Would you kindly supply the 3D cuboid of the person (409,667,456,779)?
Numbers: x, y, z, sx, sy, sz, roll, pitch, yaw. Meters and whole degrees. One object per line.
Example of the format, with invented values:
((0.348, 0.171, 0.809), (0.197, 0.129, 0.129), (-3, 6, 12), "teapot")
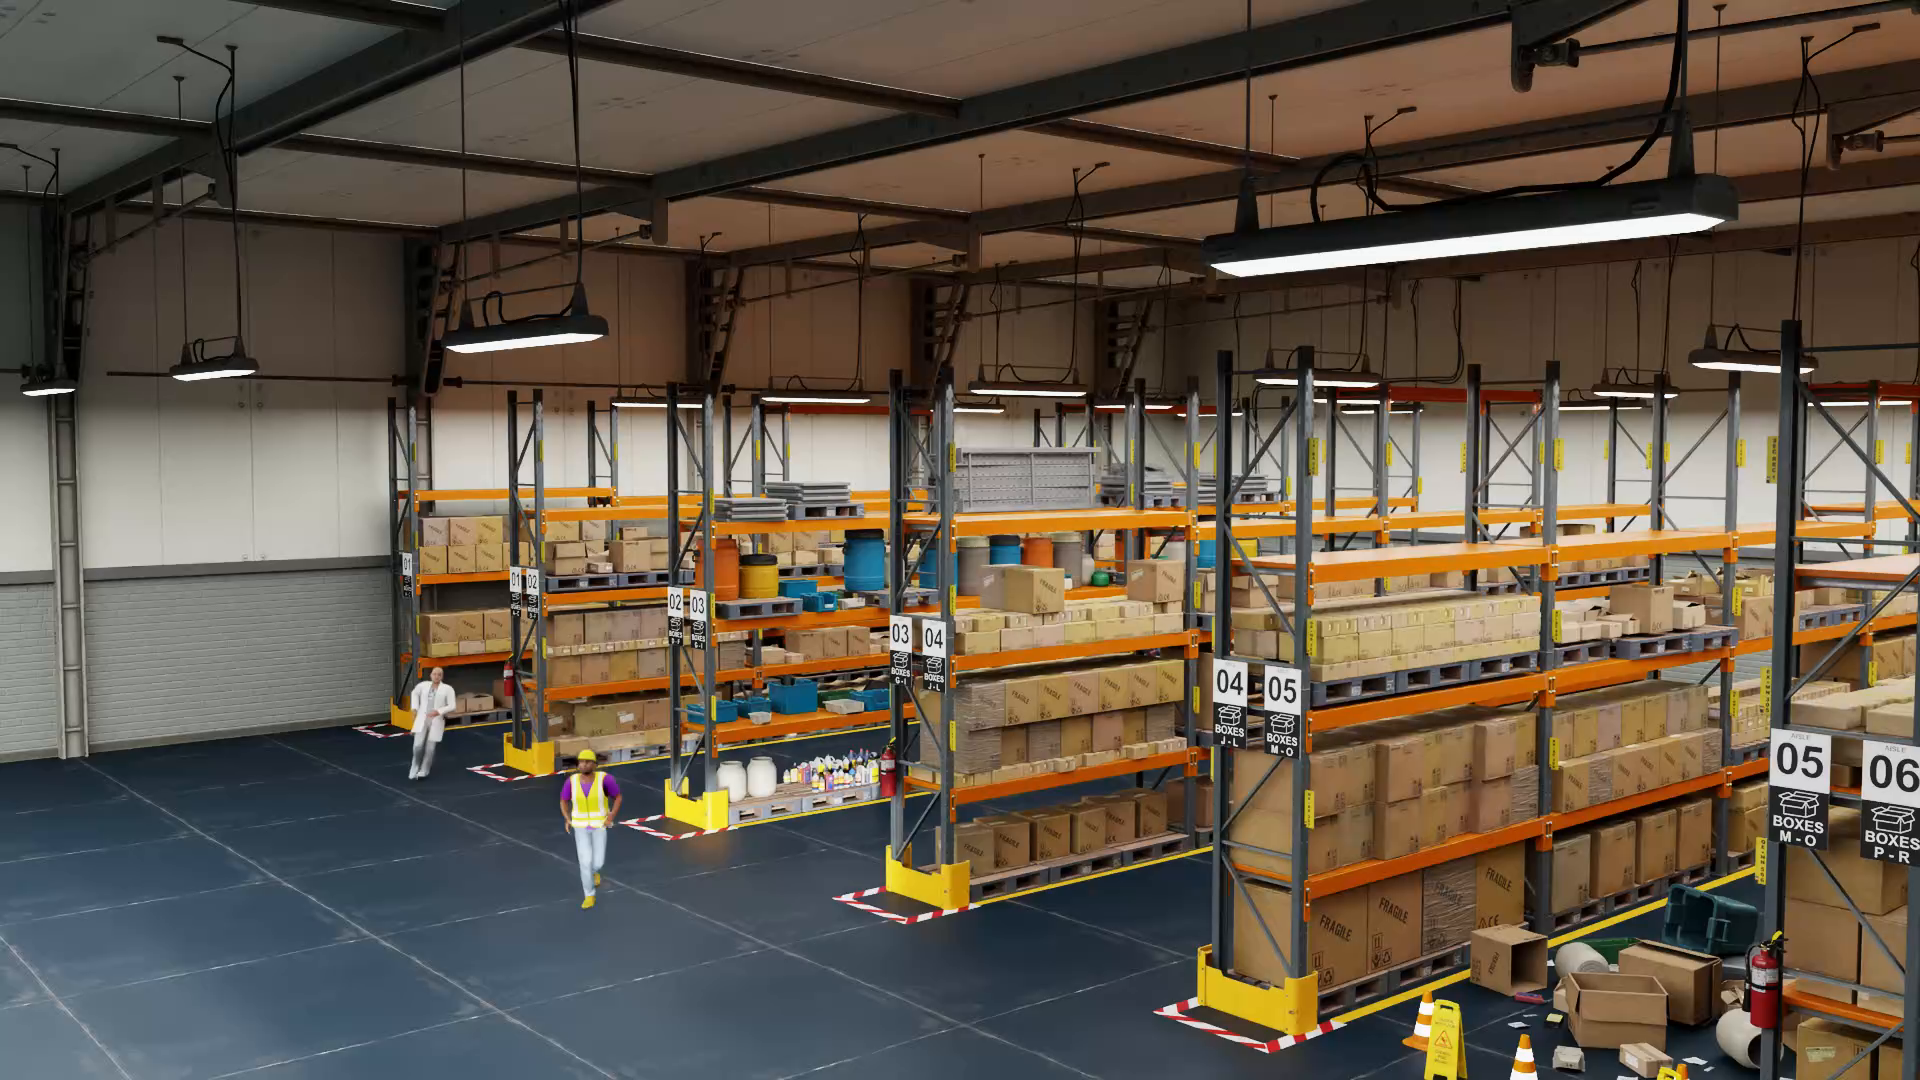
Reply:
((-8.089, 2.802, 25.484), (0.721, 1.714, 0.676), (-1, 3, -10), "person")

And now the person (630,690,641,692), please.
((-5.706, 2.578, 29.423), (0.609, 1.701, 0.920), (2, 4, 35), "person")

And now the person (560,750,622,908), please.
((-4.155, 3.213, 18.709), (0.693, 1.742, 0.649), (0, 3, -7), "person")
